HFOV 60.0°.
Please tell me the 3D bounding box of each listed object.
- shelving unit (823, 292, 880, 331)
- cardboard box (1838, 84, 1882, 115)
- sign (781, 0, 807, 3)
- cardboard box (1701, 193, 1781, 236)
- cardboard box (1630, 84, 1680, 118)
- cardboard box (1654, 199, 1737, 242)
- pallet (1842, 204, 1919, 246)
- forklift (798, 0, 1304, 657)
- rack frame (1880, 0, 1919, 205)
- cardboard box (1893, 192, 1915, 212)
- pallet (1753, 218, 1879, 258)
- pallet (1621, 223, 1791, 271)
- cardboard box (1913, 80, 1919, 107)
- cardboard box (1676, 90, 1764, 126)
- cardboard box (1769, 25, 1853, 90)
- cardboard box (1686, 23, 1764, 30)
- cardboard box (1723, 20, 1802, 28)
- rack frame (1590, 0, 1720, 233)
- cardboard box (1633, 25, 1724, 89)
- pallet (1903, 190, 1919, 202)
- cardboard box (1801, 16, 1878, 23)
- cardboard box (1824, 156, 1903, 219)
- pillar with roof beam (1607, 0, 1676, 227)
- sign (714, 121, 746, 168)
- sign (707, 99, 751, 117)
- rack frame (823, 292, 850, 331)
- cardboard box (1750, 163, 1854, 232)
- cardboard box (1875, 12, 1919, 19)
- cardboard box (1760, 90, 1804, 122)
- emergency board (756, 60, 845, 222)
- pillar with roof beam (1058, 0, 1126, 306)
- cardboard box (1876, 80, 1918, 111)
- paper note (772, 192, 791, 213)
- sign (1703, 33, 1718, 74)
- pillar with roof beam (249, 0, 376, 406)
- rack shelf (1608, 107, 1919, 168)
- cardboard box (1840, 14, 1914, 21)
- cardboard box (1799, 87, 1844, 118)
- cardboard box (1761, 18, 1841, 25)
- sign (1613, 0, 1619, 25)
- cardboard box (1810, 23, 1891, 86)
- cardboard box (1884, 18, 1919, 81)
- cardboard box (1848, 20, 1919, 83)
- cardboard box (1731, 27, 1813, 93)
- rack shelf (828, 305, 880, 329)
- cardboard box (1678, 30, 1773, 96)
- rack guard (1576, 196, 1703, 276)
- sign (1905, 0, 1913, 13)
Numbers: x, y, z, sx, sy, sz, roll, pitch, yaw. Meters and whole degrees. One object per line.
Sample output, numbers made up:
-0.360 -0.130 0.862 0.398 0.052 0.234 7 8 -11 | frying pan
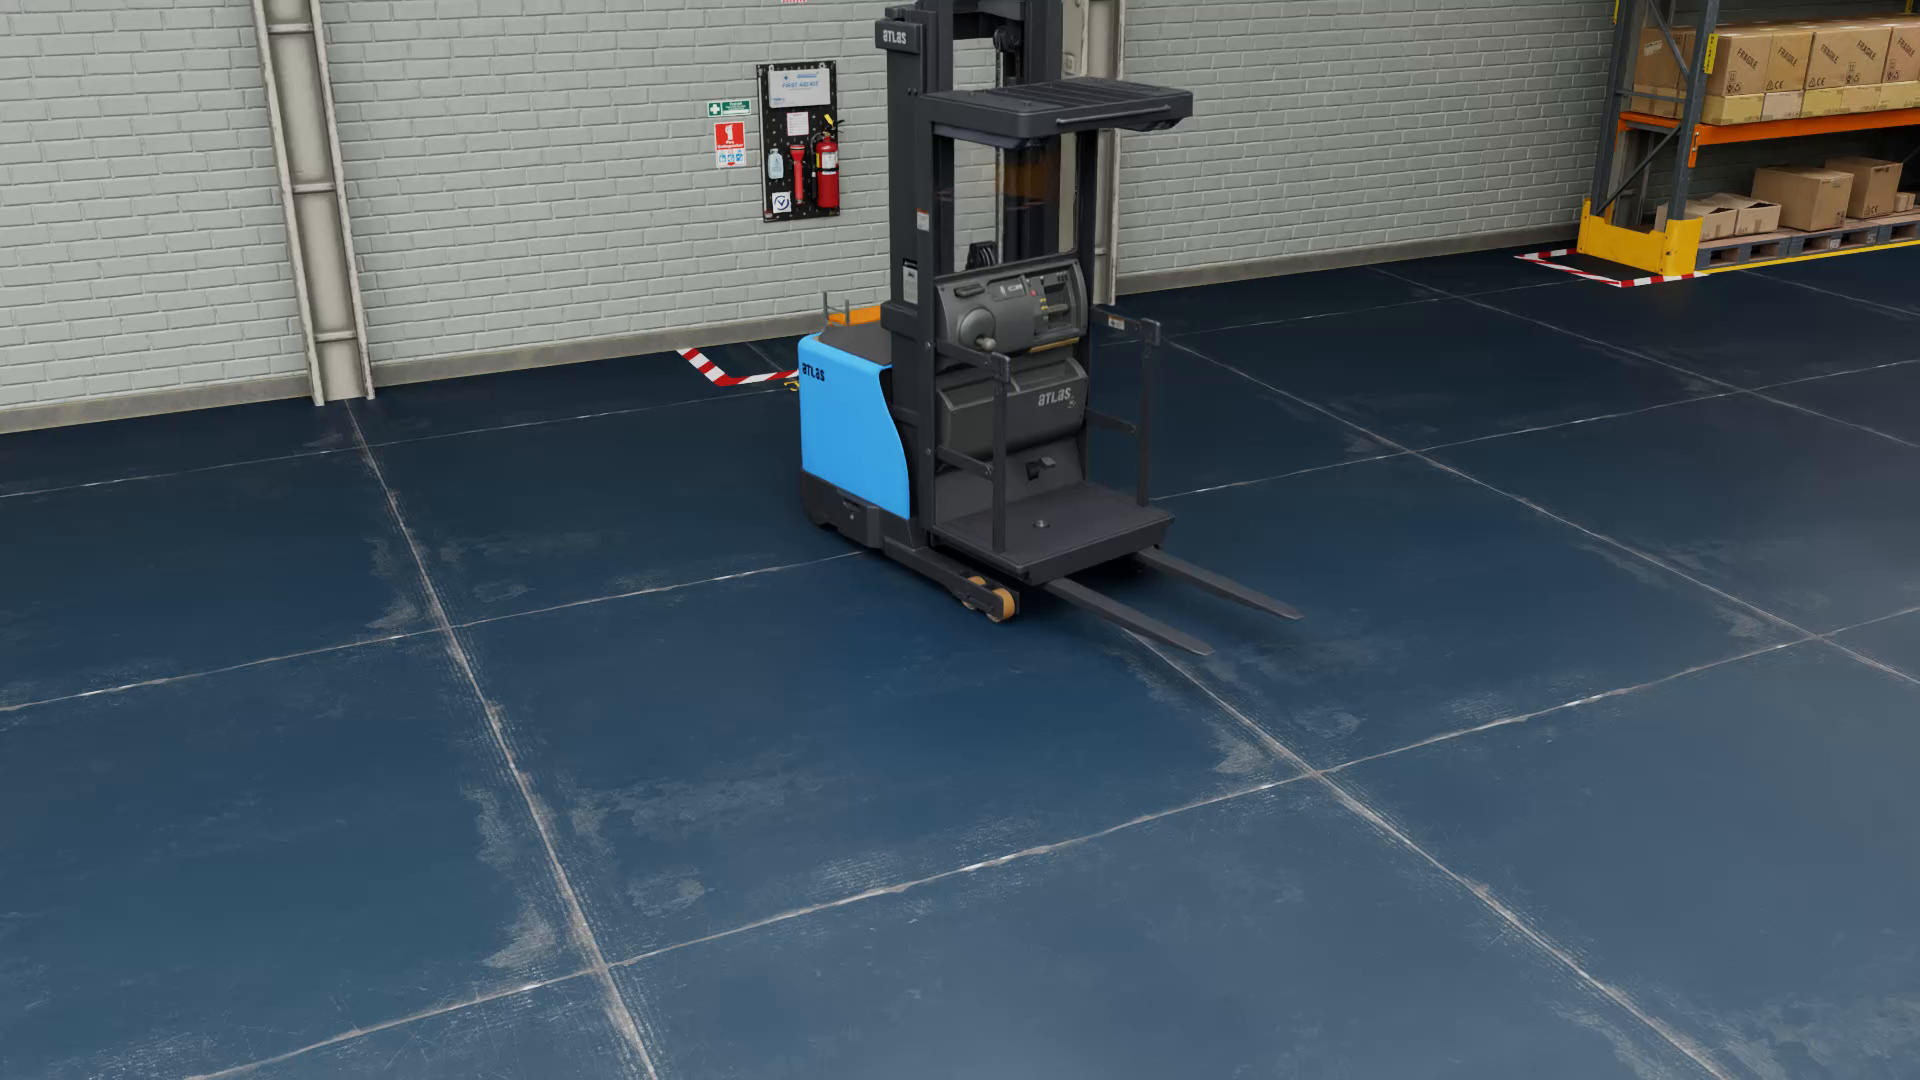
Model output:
-0.515 -0.896 9.844 0.503 1.200 0.258 -17 28 -36 | shelving unit
8.178 -4.141 15.501 0.500 0.250 0.500 -10 25 -23 | cardboard box
-1.224 -4.099 12.199 0.199 0.298 0.001 -10 25 -24 | sign
7.397 -3.112 15.786 0.500 0.311 0.500 -8 24 -19 | cardboard box
6.558 -4.057 15.299 0.500 0.250 0.500 -10 25 -23 | cardboard box
6.883 -3.017 15.558 0.500 0.311 0.500 -14 26 -30 | cardboard box
9.235 -3.224 16.763 1.213 0.211 1.003 -10 25 -24 | pallet
0.407 -1.162 8.224 1.130 2.935 3.031 -17 28 -36 | forklift
9.825 -4.636 16.528 0.127 3.000 1.000 -10 25 -24 | rack frame
9.356 -3.431 16.746 0.250 0.166 0.380 -14 26 -30 | cardboard box
8.134 -3.020 16.270 1.213 0.211 1.003 -10 25 -24 | pallet
7.036 -2.819 15.785 1.213 0.211 1.003 -10 25 -24 | pallet
9.077 -4.313 15.918 0.500 0.250 0.500 -10 25 -23 | cardboard box
6.798 -3.884 14.881 0.500 0.250 0.500 -11 25 -25 | cardboard box
7.699 -4.397 15.139 0.500 0.500 0.500 -11 25 -25 | cardboard box
7.011 -4.491 15.366 0.500 0.500 0.500 -10 25 -23 | cardboard box
7.475 -4.578 15.577 0.500 0.500 0.500 -11 25 -25 | cardboard box
6.220 -3.973 14.925 0.127 3.000 1.000 -10 25 -24 | rack frame
6.553 -4.410 15.172 0.500 0.500 0.500 -11 25 -24 | cardboard box
10.526 -3.477 17.375 1.213 0.211 1.003 -10 25 -24 | pallet
8.391 -4.751 15.996 0.500 0.500 0.500 -10 24 -22 | cardboard box
8.907 -3.498 16.473 0.500 0.500 0.500 -12 26 -28 | cardboard box
8.343 -5.675 11.194 0.400 9.000 9.100 -10 25 -24 | pillar with roof beam
-1.716 -2.955 12.420 0.234 0.329 0.001 -10 25 -24 | sign
-1.709 -3.198 12.313 0.331 0.109 0.001 -10 25 -24 | sign
-0.704 -0.837 9.702 0.015 1.200 0.240 -17 28 -36 | rack frame
8.079 -3.304 16.002 0.500 0.500 0.700 -12 25 -27 | cardboard box
9.311 -4.917 16.395 0.500 0.500 0.500 -11 25 -25 | cardboard box
7.260 -3.975 15.101 0.500 0.250 0.500 -11 25 -25 | cardboard box
-1.174 -2.995 12.563 0.643 1.169 0.194 -10 25 -24 | emergency board
2.937 -4.680 8.790 0.400 9.000 9.100 -10 25 -24 | pillar with roof beam
8.630 -4.224 15.704 0.500 0.250 0.500 -11 25 -24 | cardboard box
-1.363 -2.582 12.718 0.142 0.148 0.016 -10 25 -24 | paper note
6.456 -4.186 14.308 0.005 0.325 0.100 -10 25 -24 | sign
-2.470 -3.685 6.385 0.400 9.000 9.100 -10 25 -24 | pillar with roof beam
8.023 -3.972 15.864 4.000 0.370 1.077 -10 25 -24 | rack shelf
8.843 -4.832 16.191 0.500 0.500 0.500 -11 25 -24 | cardboard box
7.721 -4.058 15.300 0.500 0.250 0.500 -11 25 -24 | cardboard box
7.929 -4.661 15.778 0.500 0.500 0.500 -10 25 -23 | cardboard box
5.998 -4.848 15.113 0.005 0.325 0.100 -10 25 -24 | sign
8.159 -4.486 15.356 0.500 0.500 0.500 -10 24 -22 | cardboard box
9.086 -4.653 15.758 0.500 0.500 0.500 -11 25 -24 | cardboard box
8.627 -4.573 15.565 0.500 0.500 0.500 -11 25 -25 | cardboard box
7.231 -4.313 14.937 0.500 0.500 0.500 -10 25 -23 | cardboard box
-0.515 -1.259 9.694 0.480 0.148 0.258 -17 28 -36 | rack shelf
6.781 -4.235 14.748 0.500 0.500 0.500 -10 25 -24 | cardboard box
6.289 -2.830 15.434 0.348 0.500 1.175 -10 25 -24 | rack guard
9.581 -5.362 16.767 0.005 0.325 0.100 -10 25 -24 | sign
